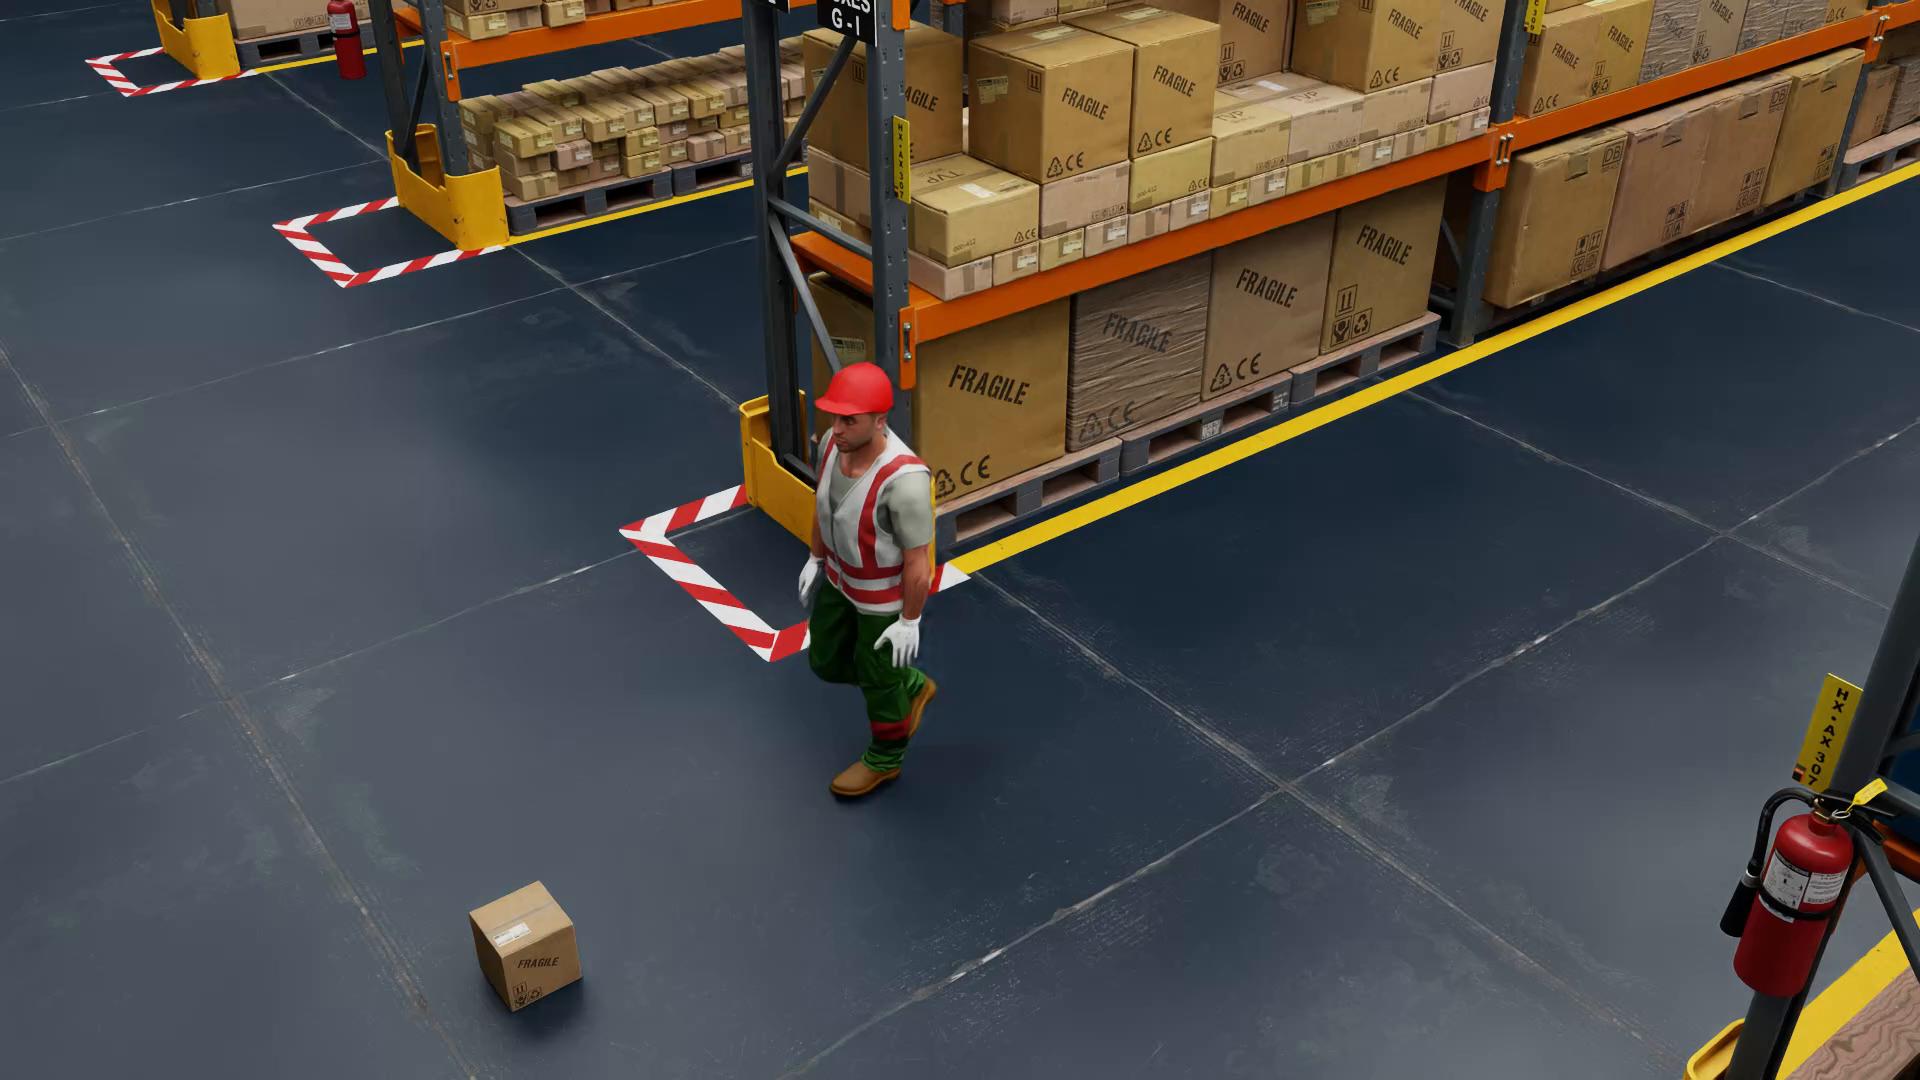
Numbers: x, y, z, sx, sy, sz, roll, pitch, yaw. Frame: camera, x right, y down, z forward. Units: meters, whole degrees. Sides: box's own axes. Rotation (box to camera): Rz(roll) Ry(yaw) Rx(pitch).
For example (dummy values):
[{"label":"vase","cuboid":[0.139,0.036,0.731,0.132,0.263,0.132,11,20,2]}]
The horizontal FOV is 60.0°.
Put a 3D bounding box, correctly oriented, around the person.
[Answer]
[{"label":"person","cuboid":[-0.250,0.152,5.840,0.556,1.784,0.593,-21,38,-30]}]
